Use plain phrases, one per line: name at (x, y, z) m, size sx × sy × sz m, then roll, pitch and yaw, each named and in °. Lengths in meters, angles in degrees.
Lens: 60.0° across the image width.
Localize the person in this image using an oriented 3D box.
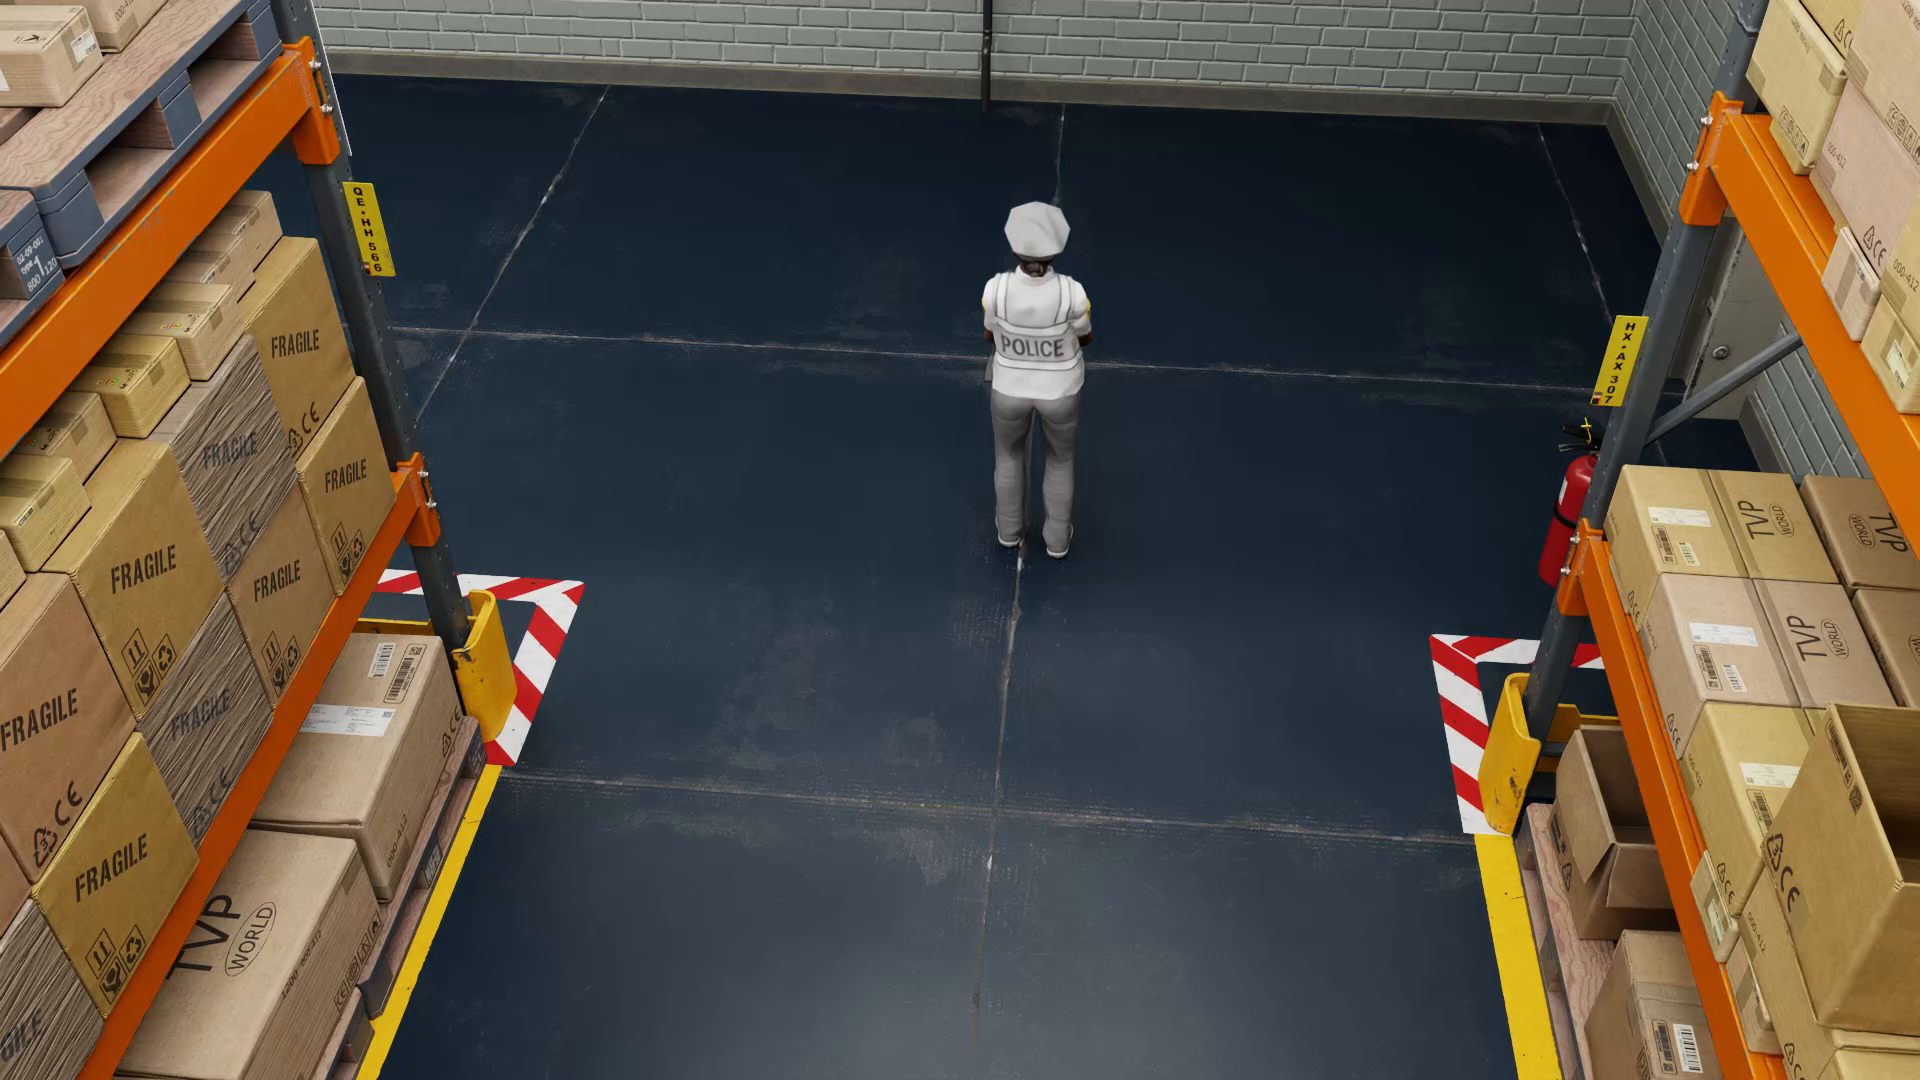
person at (0.322, -0.682, 6.943) m, size 0.451 × 1.690 × 0.518 m, roll 4°, pitch 40°, yaw 4°
